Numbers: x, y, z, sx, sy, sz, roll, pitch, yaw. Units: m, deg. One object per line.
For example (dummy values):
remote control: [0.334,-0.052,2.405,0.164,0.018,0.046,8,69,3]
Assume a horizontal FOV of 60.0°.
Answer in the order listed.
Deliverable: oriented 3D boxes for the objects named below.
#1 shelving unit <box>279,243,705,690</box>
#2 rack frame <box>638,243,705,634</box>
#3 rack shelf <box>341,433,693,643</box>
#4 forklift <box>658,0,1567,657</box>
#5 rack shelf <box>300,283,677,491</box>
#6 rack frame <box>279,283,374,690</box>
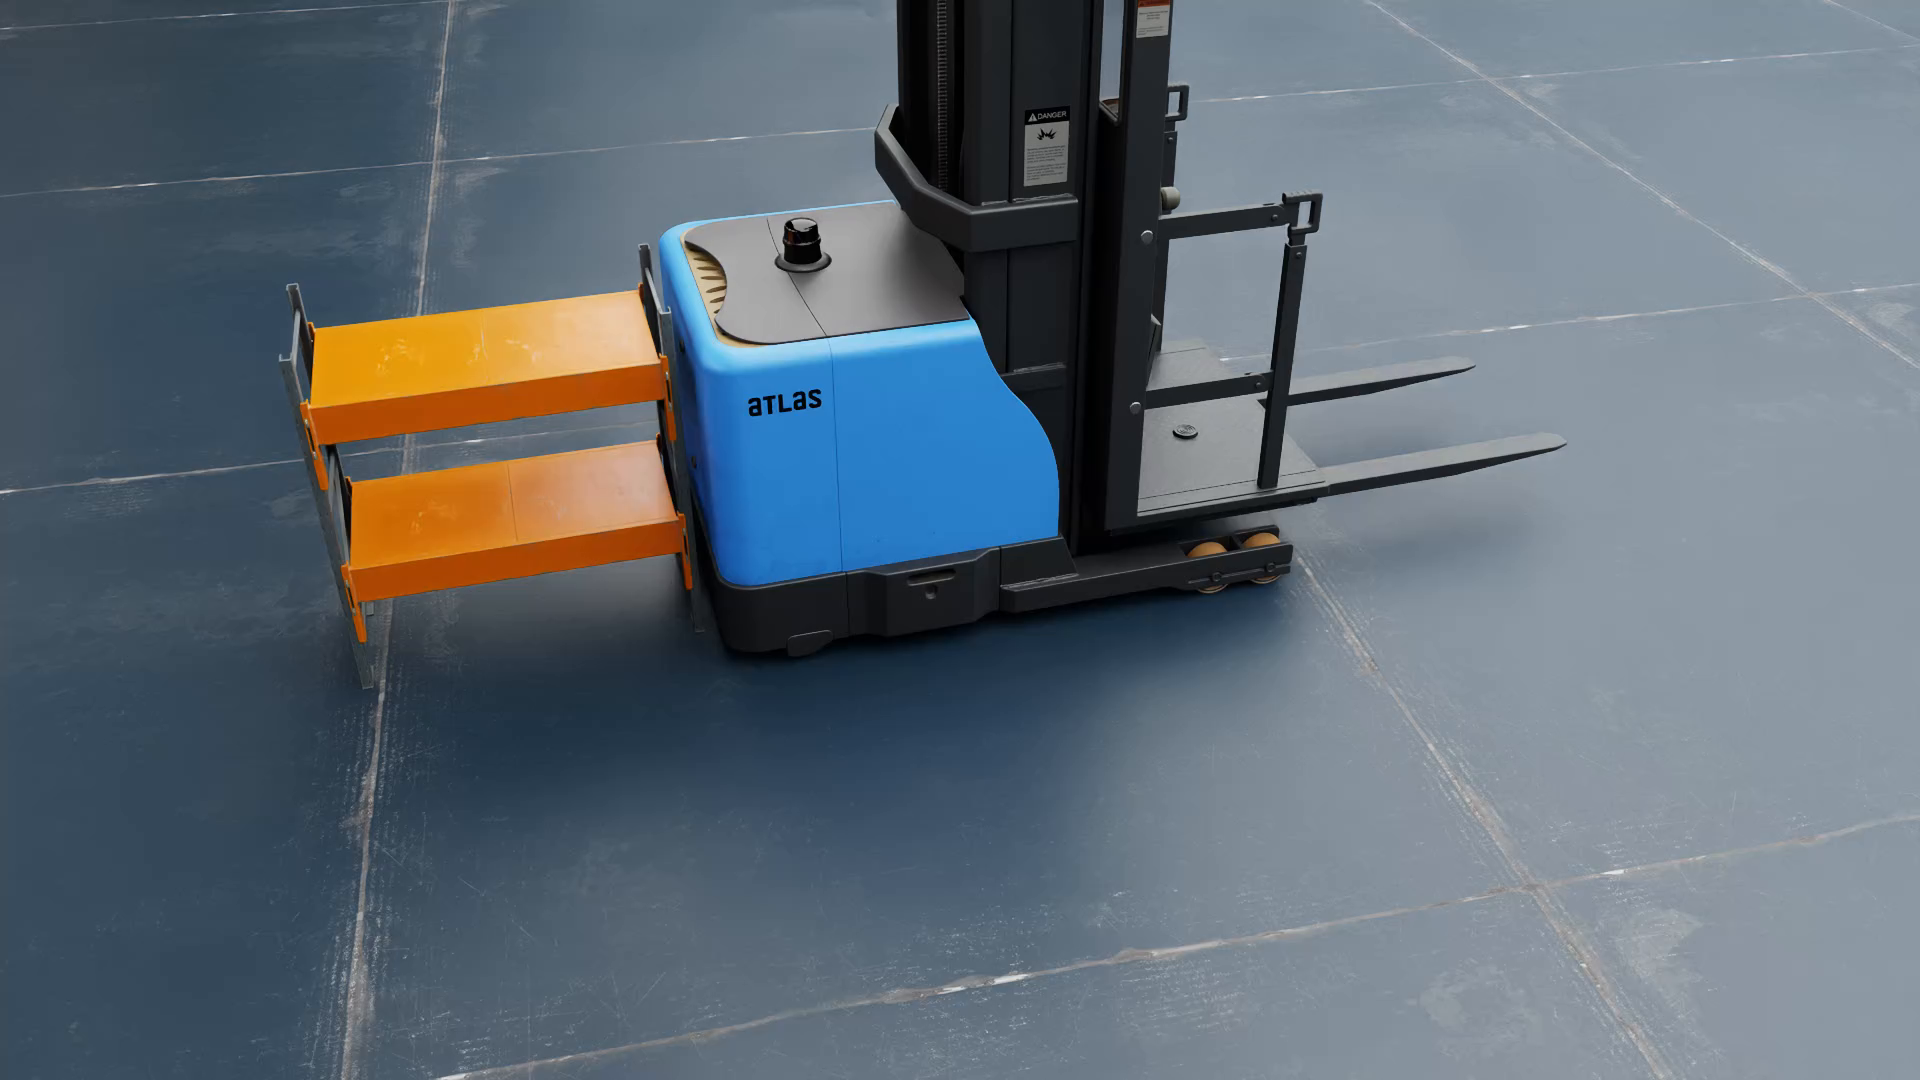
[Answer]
shelving unit: [-1.386,-0.225,5.076,1.048,1.125,0.538,-9,35,-13]
rack frame: [-0.898,-0.304,5.194,0.032,1.125,0.500,-9,35,-13]
rack shelf: [-1.386,-0.022,5.212,1.000,0.278,0.538,-9,35,-13]
forklift: [0.597,-1.315,5.079,3.031,2.935,1.130,-9,35,-14]
rack shelf: [-1.386,-0.468,4.913,1.000,0.278,0.538,-9,35,-13]
rack frame: [-1.874,-0.146,4.958,0.032,1.125,0.500,-9,35,-13]
